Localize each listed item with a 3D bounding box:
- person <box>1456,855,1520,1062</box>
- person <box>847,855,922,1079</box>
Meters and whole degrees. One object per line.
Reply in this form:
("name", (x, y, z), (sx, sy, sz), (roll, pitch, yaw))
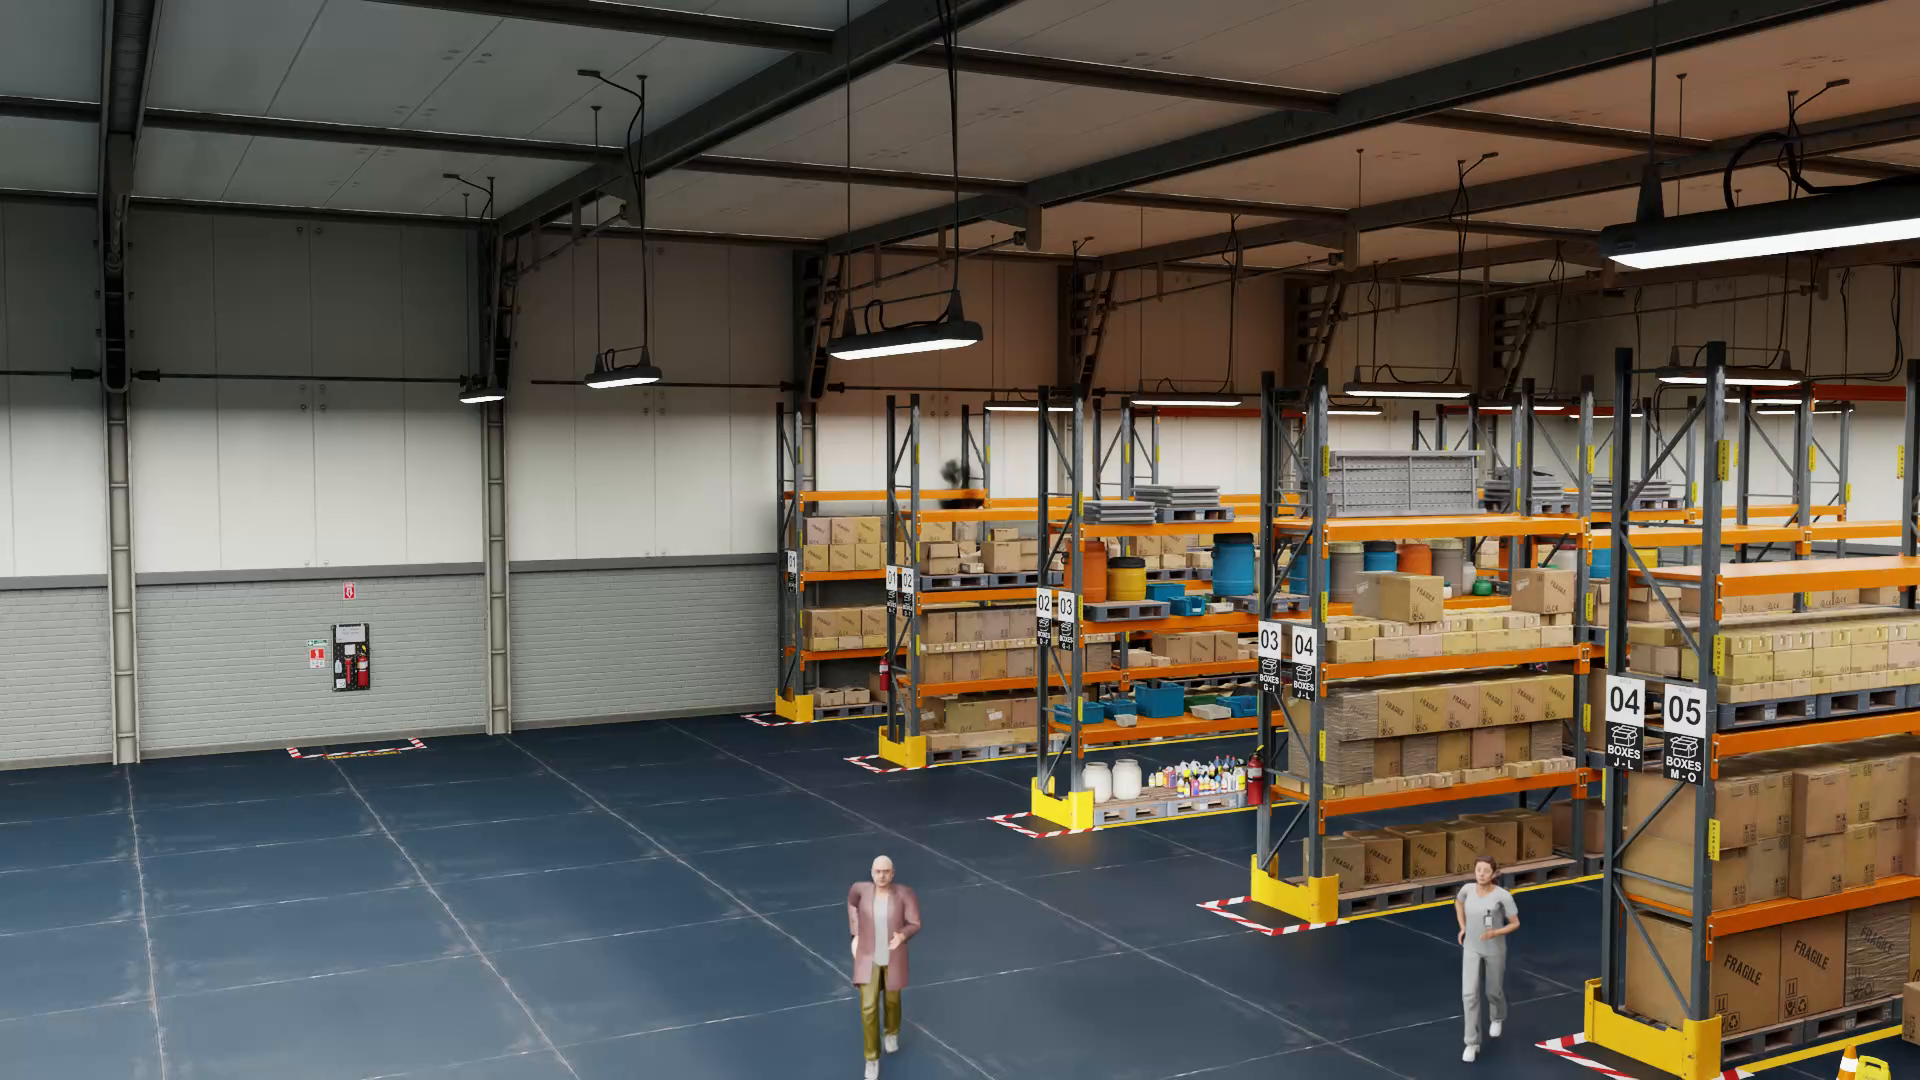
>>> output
("person", (4.468, 3.498, 14.148), (0.576, 1.664, 0.893), (2, 4, 32))
("person", (-0.631, 3.506, 13.818), (0.626, 1.833, 0.980), (0, 3, -3))
